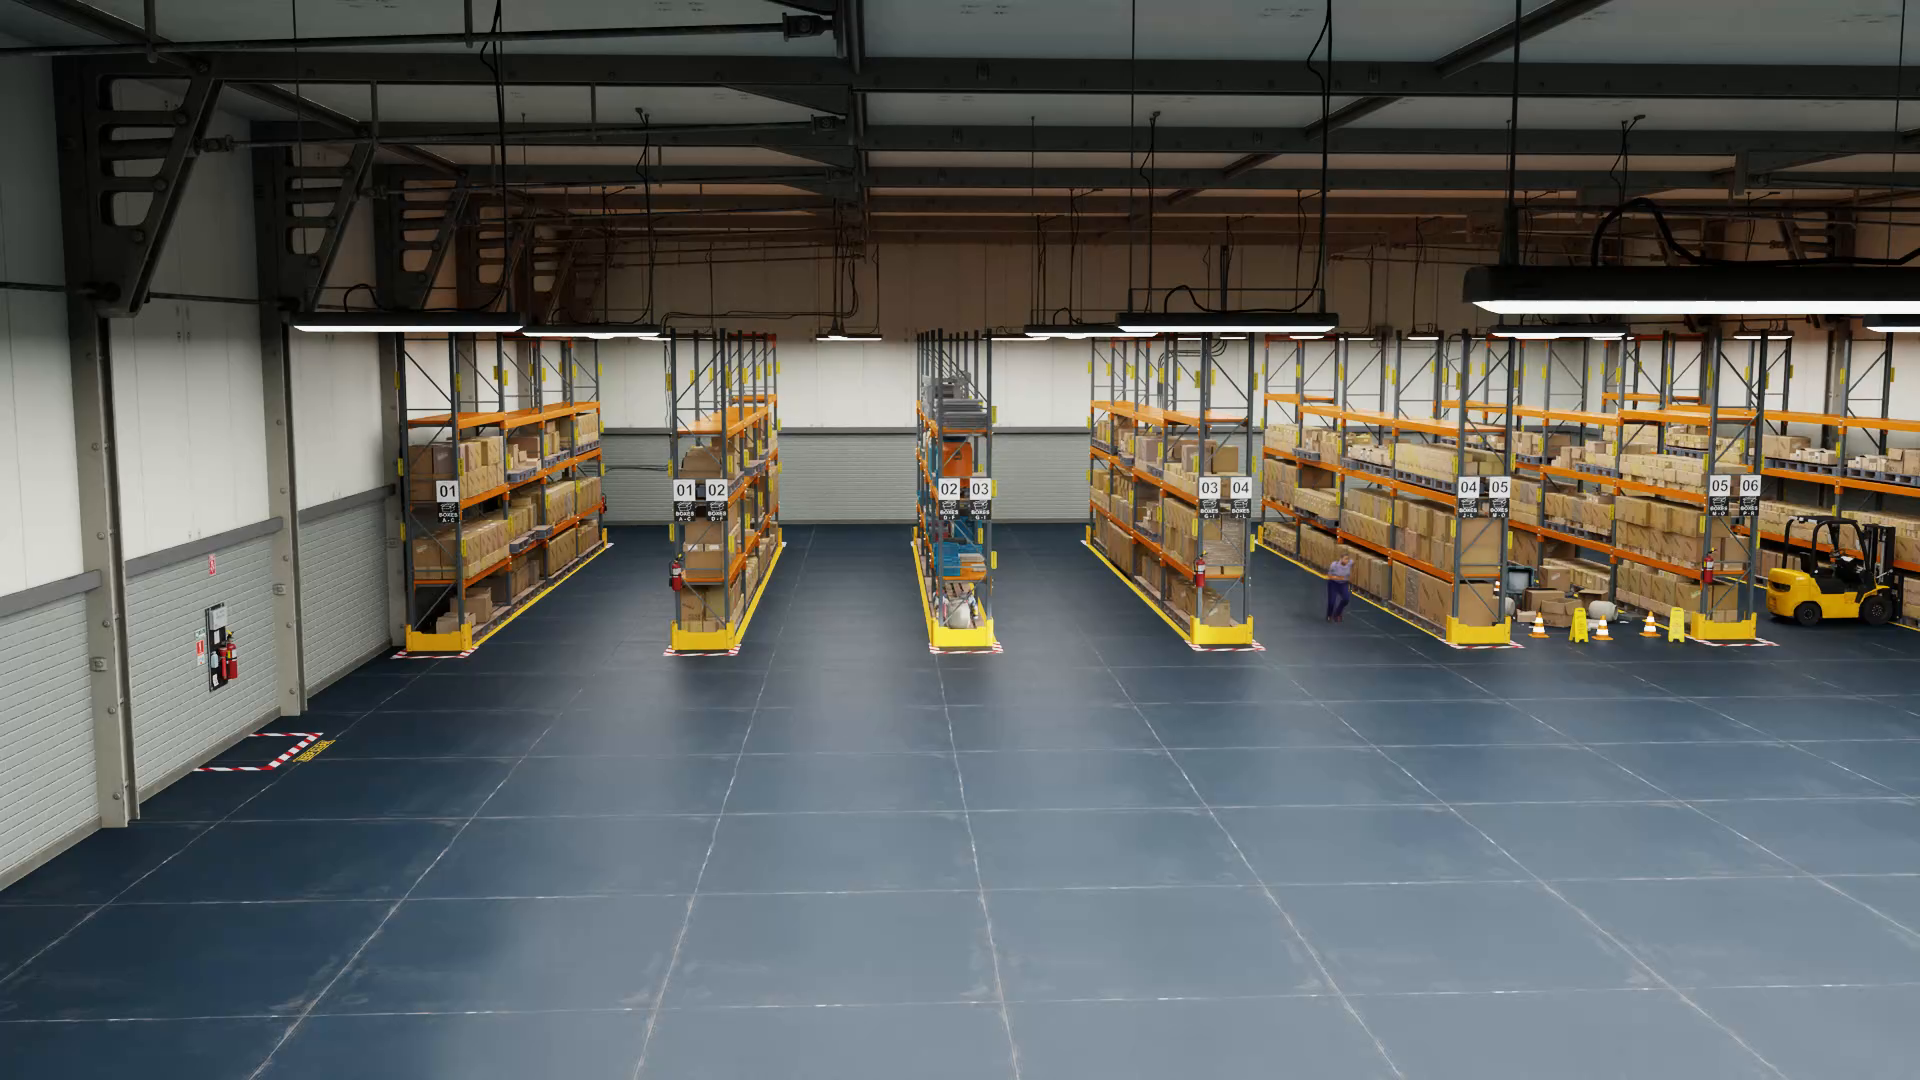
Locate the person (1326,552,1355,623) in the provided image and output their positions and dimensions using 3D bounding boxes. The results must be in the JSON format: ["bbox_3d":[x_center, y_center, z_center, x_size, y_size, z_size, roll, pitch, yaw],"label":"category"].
[{"bbox_3d":[7.802,0.967,34.116,0.640,1.509,0.915,-1,7,-10],"label":"person"}]

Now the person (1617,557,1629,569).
[{"bbox_3d":[16.127,0.144,40.194,0.601,1.745,0.752,-1,7,-10],"label":"person"}]
